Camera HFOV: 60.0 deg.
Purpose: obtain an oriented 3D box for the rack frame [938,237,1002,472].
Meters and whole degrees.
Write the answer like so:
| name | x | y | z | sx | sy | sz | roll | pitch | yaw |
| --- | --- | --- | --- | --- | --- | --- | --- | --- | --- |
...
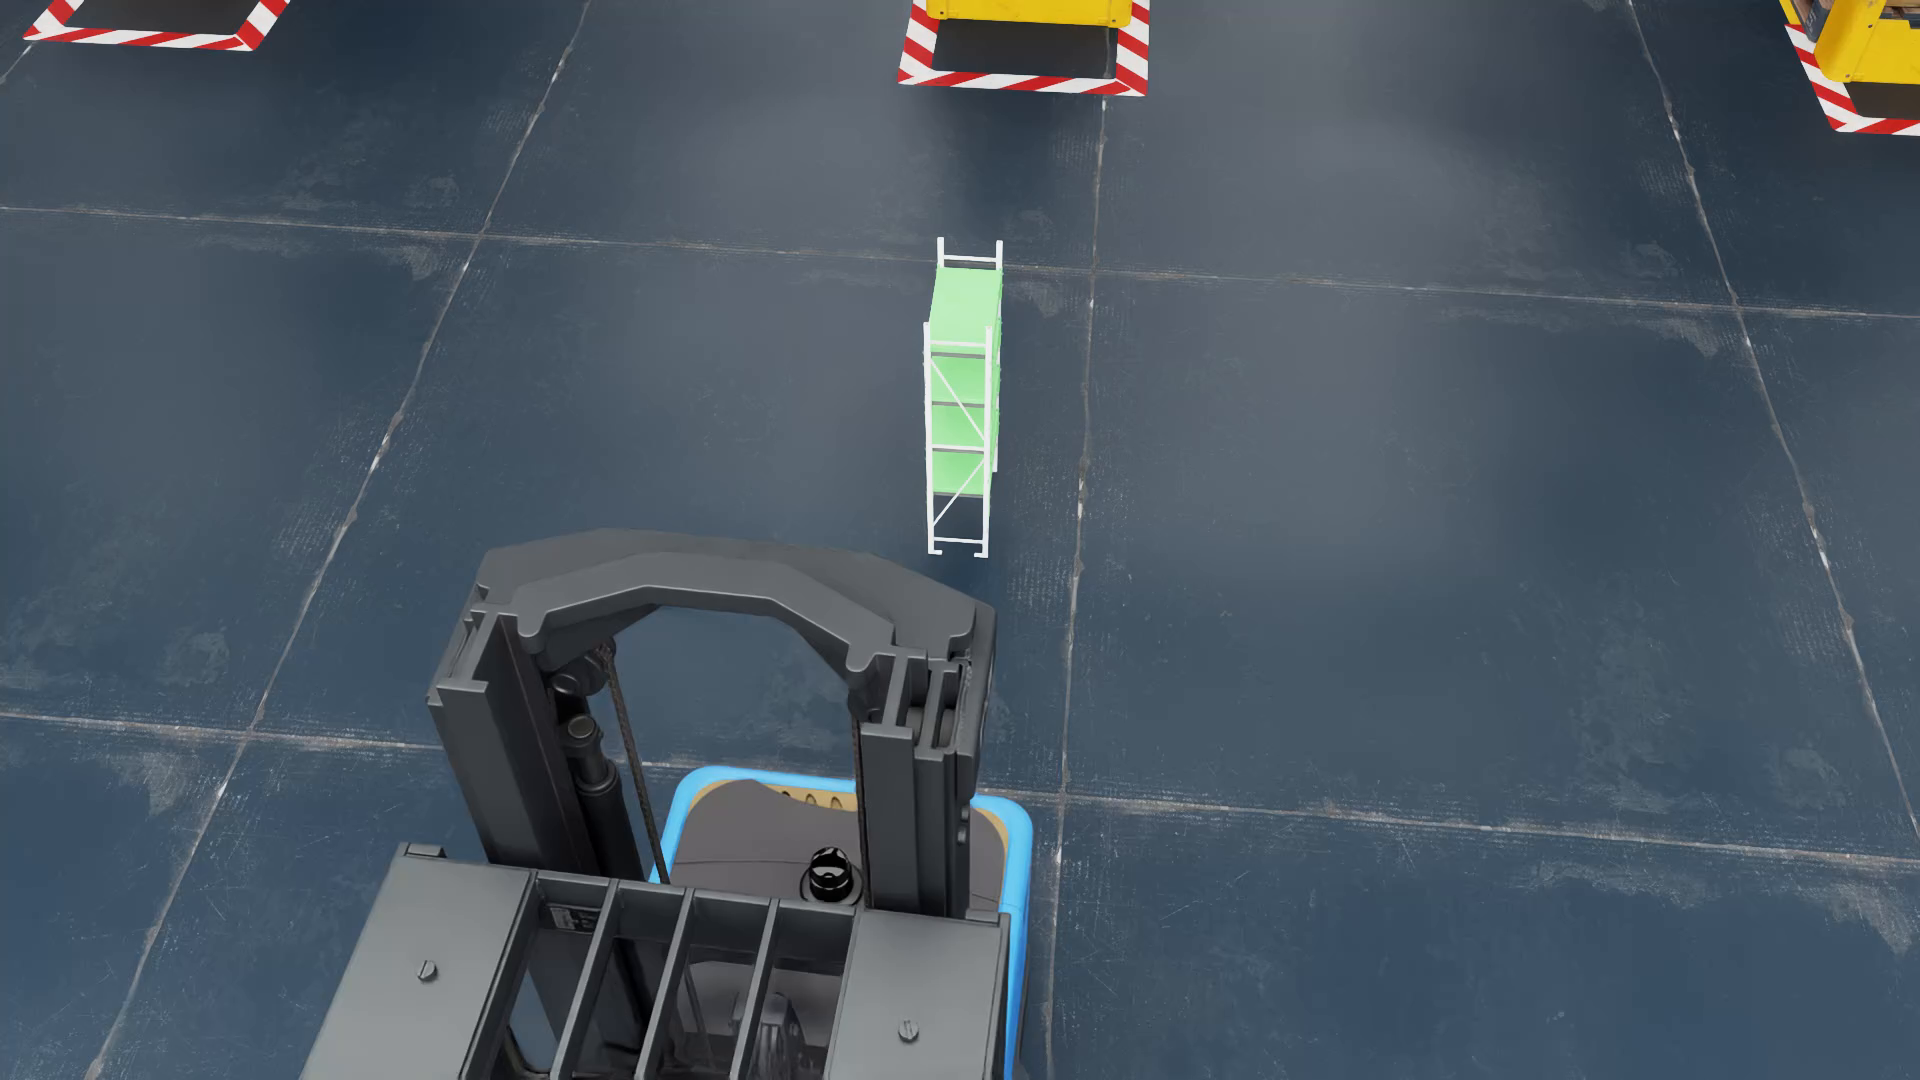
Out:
| name | x | y | z | sx | sy | sz | roll | pitch | yaw |
| --- | --- | --- | --- | --- | --- | --- | --- | --- | --- |
| rack frame | 0.037 | -0.706 | 6.608 | 0.240 | 1.200 | 0.015 | 4 | 48 | 4 |

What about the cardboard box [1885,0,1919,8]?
| name | x | y | z | sx | sy | sz | roll | pitch | yaw |
| --- | --- | --- | --- | --- | --- | --- | --- | --- | --- |
| cardboard box | 5.318 | -3.544 | 9.140 | 0.875 | 0.875 | 0.875 | 4 | 48 | 4 |

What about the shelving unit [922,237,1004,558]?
| name | x | y | z | sx | sy | sz | roll | pitch | yaw |
| --- | --- | --- | --- | --- | --- | --- | --- | --- | --- |
| shelving unit | 0.015 | -0.527 | 6.444 | 0.258 | 1.200 | 0.503 | 4 | 48 | 4 |

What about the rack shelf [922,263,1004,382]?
| name | x | y | z | sx | sy | sz | roll | pitch | yaw |
| --- | --- | --- | --- | --- | --- | --- | --- | --- | --- |
| rack shelf | 0.015 | -0.807 | 6.137 | 0.258 | 0.148 | 0.480 | 4 | 48 | 4 |

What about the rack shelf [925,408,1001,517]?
| name | x | y | z | sx | sy | sz | roll | pitch | yaw |
| --- | --- | --- | --- | --- | --- | --- | --- | --- | --- |
| rack shelf | 0.015 | -0.321 | 6.669 | 0.258 | 0.148 | 0.480 | 4 | 48 | 4 |

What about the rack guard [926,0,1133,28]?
| name | x | y | z | sx | sy | sz | roll | pitch | yaw |
| --- | --- | --- | --- | --- | --- | --- | --- | --- | --- |
| rack guard | 0.399 | -3.237 | 9.398 | 1.175 | 0.500 | 0.348 | 4 | 48 | 4 |

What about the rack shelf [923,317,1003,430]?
| name | x | y | z | sx | sy | sz | roll | pitch | yaw |
| --- | --- | --- | --- | --- | --- | --- | --- | --- | --- |
| rack shelf | 0.015 | -0.645 | 6.314 | 0.258 | 0.148 | 0.480 | 4 | 48 | 4 |

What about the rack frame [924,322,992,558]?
| name | x | y | z | sx | sy | sz | roll | pitch | yaw |
| --- | --- | --- | --- | --- | --- | --- | --- | --- | --- |
| rack frame | -0.007 | -0.347 | 6.280 | 0.240 | 1.200 | 0.015 | 4 | 48 | 4 |

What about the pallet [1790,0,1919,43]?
| name | x | y | z | sx | sy | sz | roll | pitch | yaw |
| --- | --- | --- | --- | --- | --- | --- | --- | --- | --- |
| pallet | 5.317 | -3.269 | 9.623 | 1.003 | 0.211 | 1.213 | 4 | 48 | 4 |

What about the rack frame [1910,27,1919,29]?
| name | x | y | z | sx | sy | sz | roll | pitch | yaw |
| --- | --- | --- | --- | --- | --- | --- | --- | --- | --- |
| rack frame | 5.322 | -3.617 | 8.051 | 1.000 | 3.000 | 0.127 | 4 | 48 | 4 |

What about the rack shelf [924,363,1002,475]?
| name | x | y | z | sx | sy | sz | roll | pitch | yaw |
| --- | --- | --- | --- | --- | --- | --- | --- | --- | --- |
| rack shelf | 0.015 | -0.483 | 6.492 | 0.258 | 0.148 | 0.480 | 4 | 48 | 4 |

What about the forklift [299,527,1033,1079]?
| name | x | y | z | sx | sy | sz | roll | pitch | yaw |
| --- | --- | --- | --- | --- | --- | --- | --- | --- | --- |
| forklift | -0.489 | 1.498 | 3.420 | 1.130 | 2.935 | 3.031 | 6 | 48 | 5 |

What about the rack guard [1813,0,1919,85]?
| name | x | y | z | sx | sy | sz | roll | pitch | yaw |
| --- | --- | --- | --- | --- | --- | --- | --- | --- | --- |
| rack guard | 5.320 | -2.756 | 8.958 | 1.175 | 0.500 | 0.348 | 4 | 48 | 4 |
